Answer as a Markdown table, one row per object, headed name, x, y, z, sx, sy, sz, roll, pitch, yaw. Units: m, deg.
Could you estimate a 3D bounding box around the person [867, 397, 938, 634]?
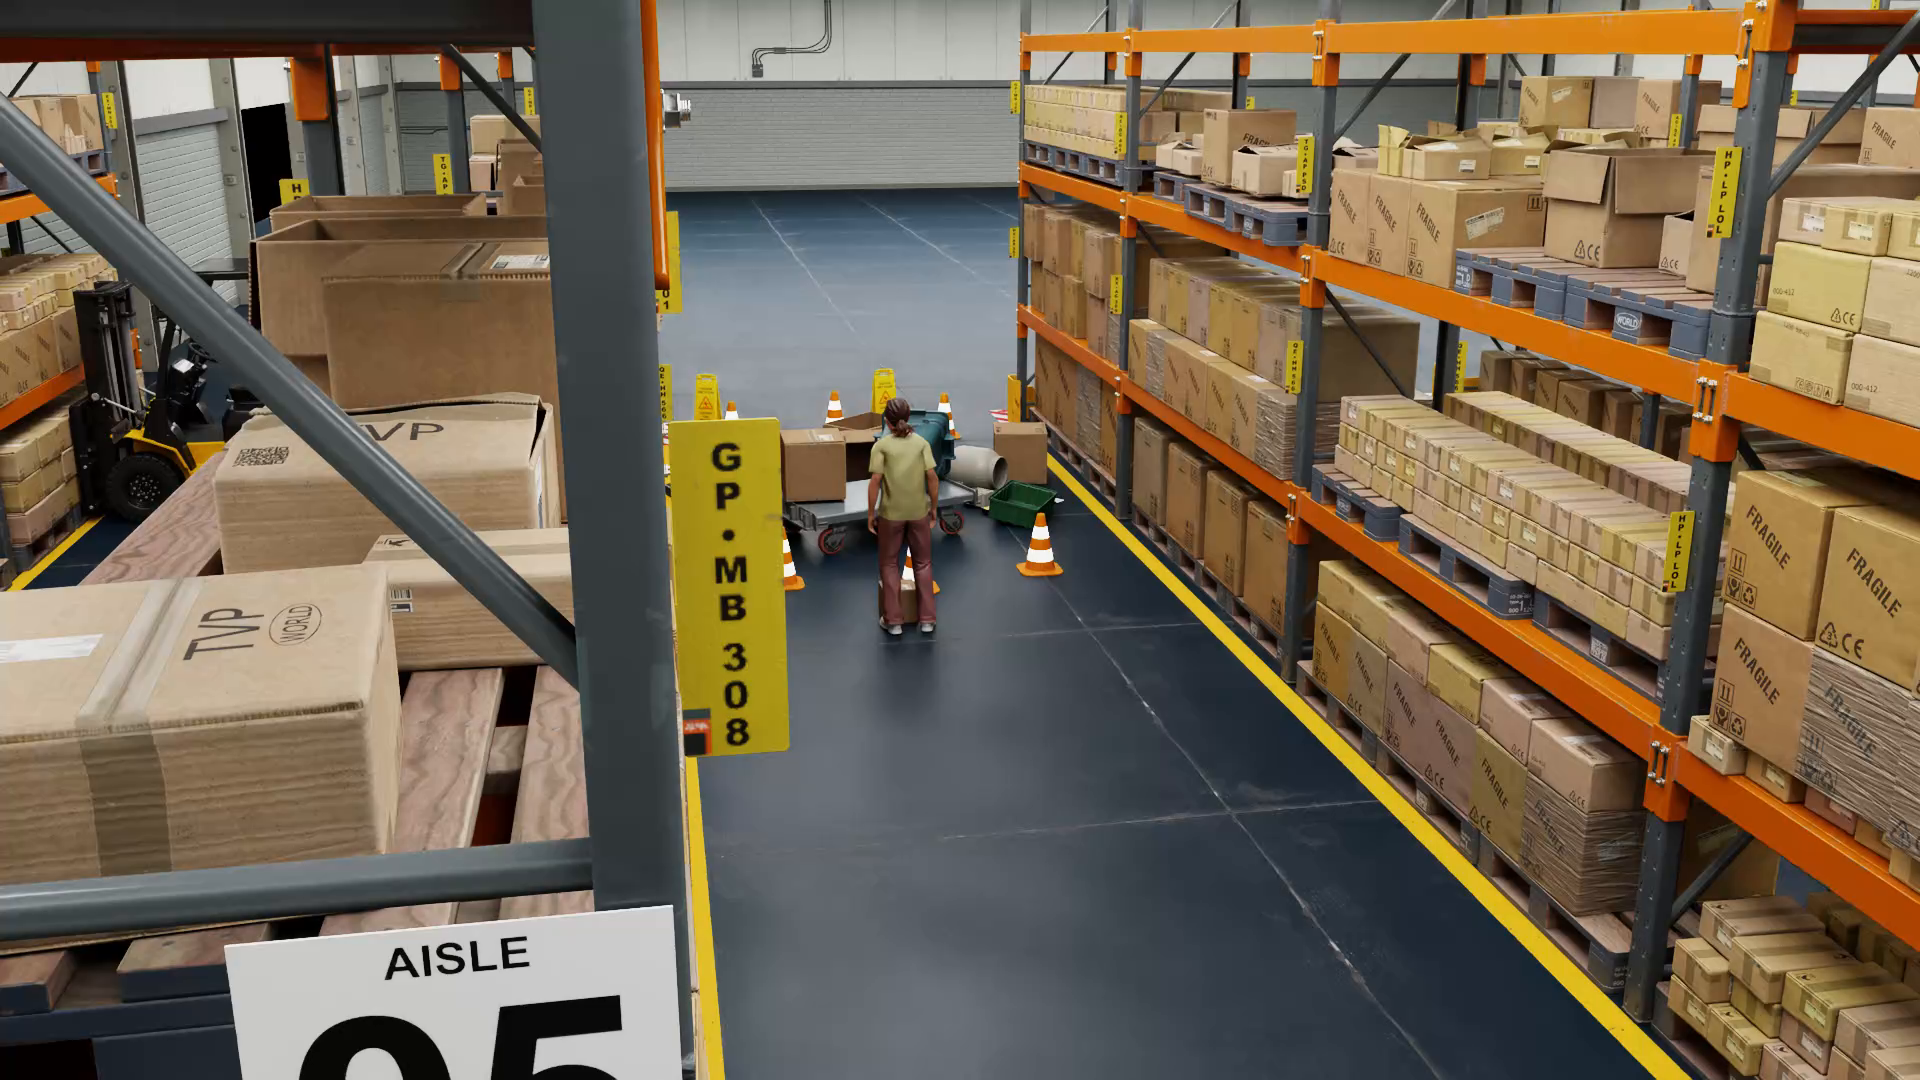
| name | x | y | z | sx | sy | sz | roll | pitch | yaw |
| --- | --- | --- | --- | --- | --- | --- | --- | --- | --- |
| person | -0.398 | -0.168 | 11.608 | 0.521 | 1.672 | 0.355 | -4 | 17 | -14 |
